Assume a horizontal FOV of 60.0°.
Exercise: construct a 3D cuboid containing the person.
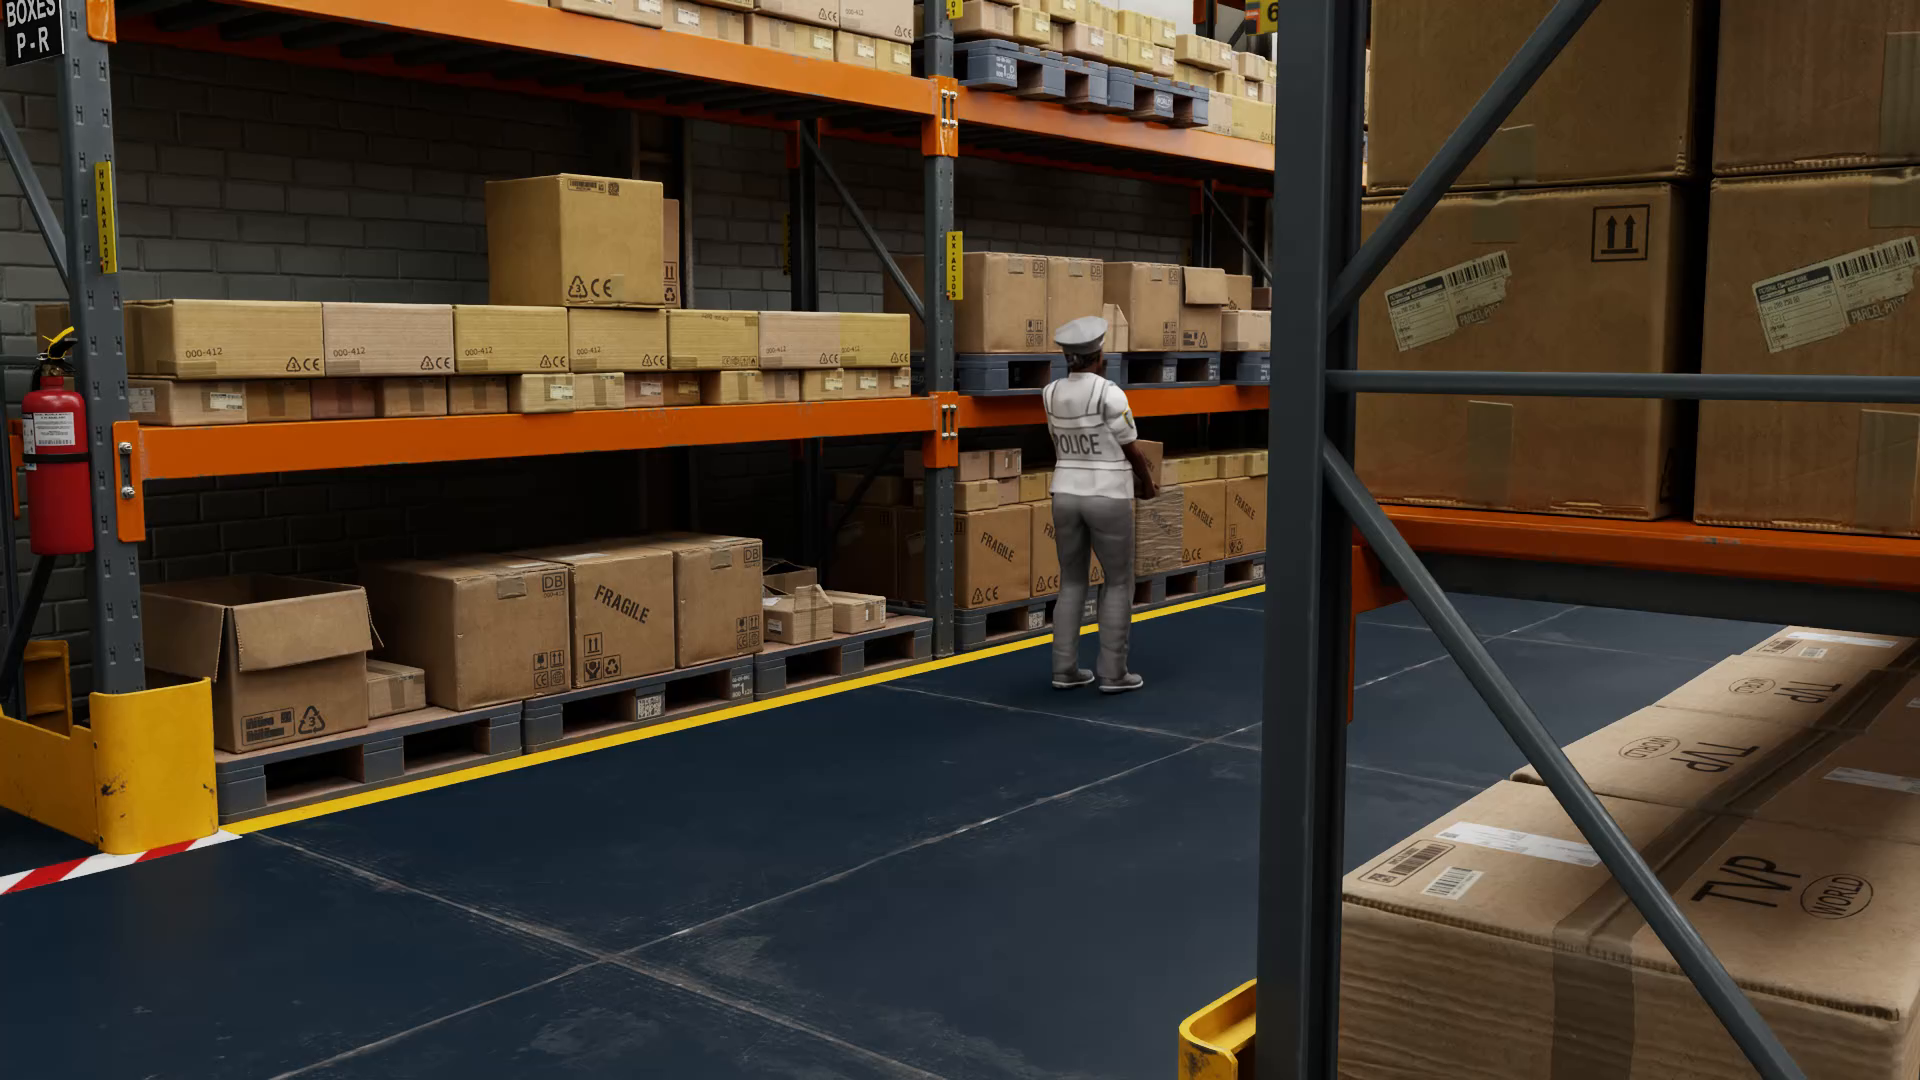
[{"bbox_3d":[0.641,-0.159,7.510,0.451,1.680,0.535,5,9,37],"label":"person"}]
